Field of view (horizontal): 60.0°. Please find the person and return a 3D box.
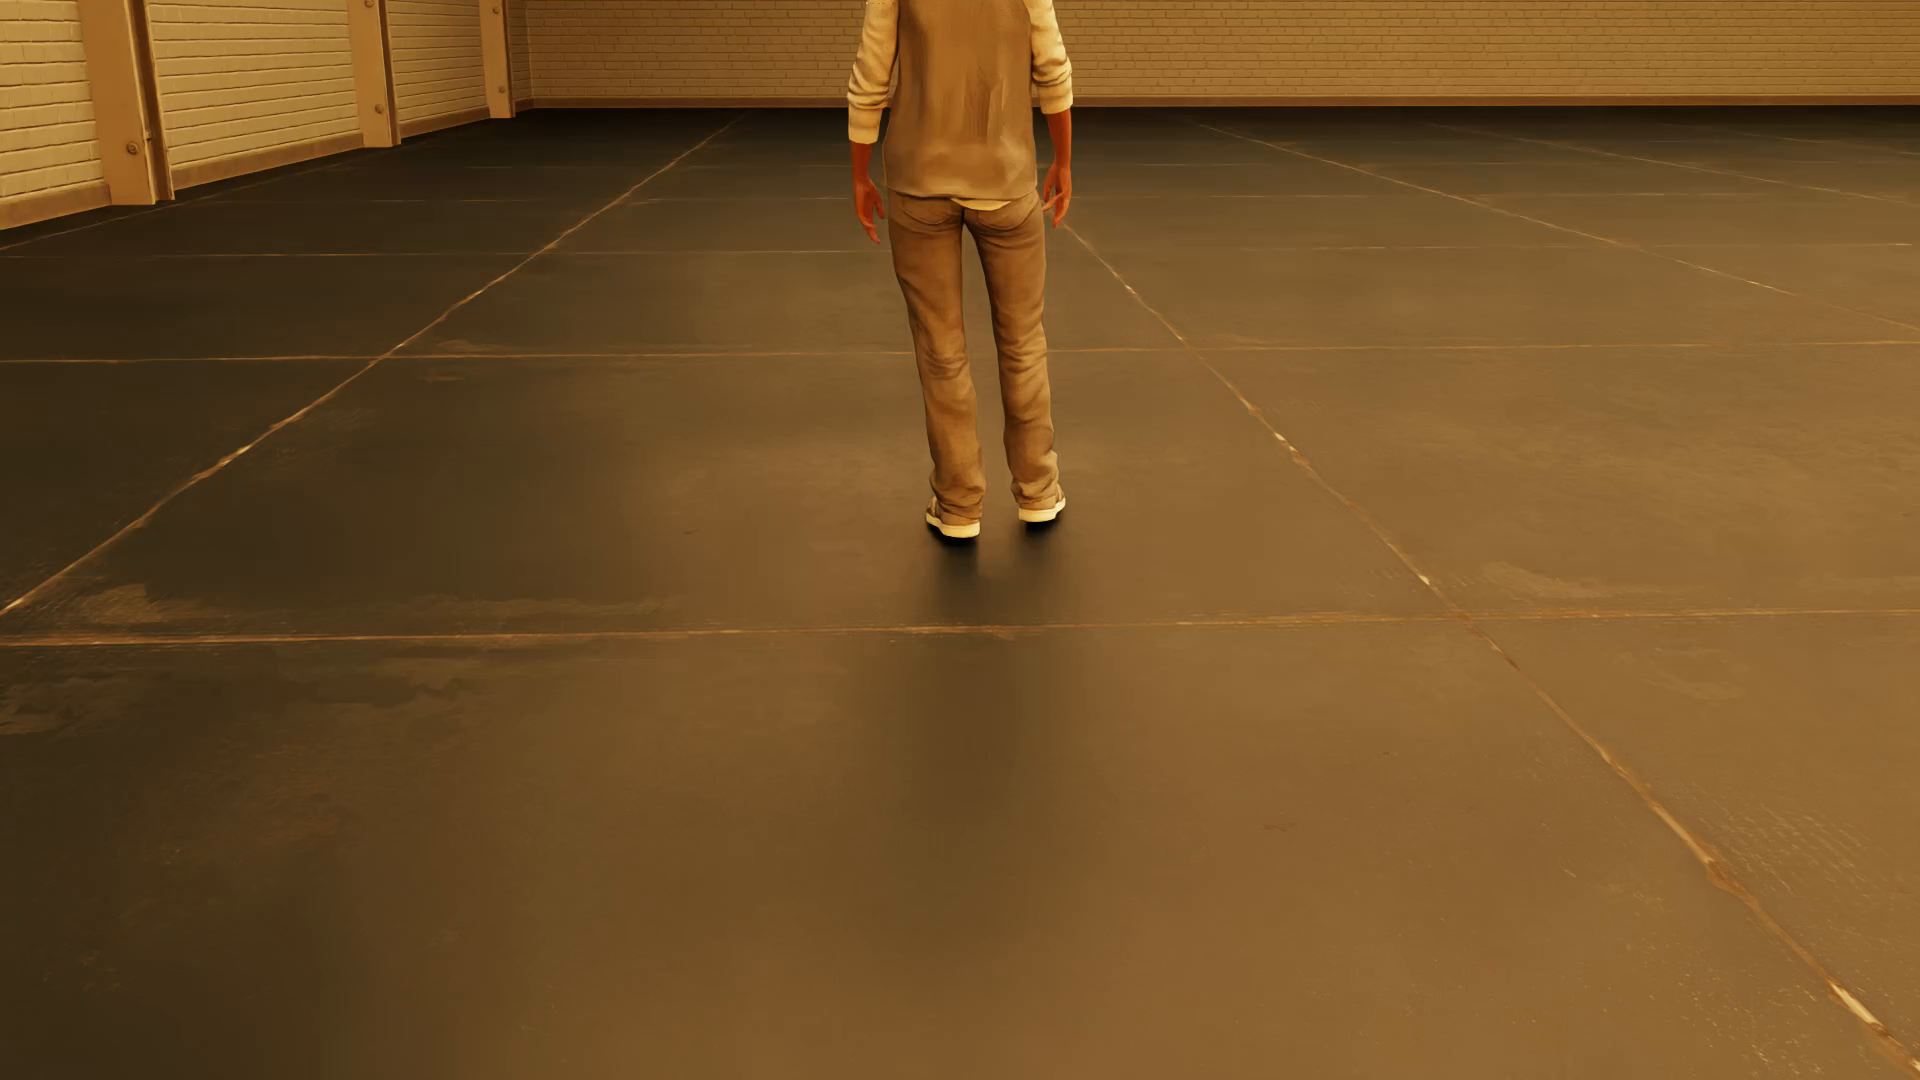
[{"bbox_3d":[0.010,-0.792,3.754,0.521,1.599,0.473,-1,17,-3],"label":"person"}]
